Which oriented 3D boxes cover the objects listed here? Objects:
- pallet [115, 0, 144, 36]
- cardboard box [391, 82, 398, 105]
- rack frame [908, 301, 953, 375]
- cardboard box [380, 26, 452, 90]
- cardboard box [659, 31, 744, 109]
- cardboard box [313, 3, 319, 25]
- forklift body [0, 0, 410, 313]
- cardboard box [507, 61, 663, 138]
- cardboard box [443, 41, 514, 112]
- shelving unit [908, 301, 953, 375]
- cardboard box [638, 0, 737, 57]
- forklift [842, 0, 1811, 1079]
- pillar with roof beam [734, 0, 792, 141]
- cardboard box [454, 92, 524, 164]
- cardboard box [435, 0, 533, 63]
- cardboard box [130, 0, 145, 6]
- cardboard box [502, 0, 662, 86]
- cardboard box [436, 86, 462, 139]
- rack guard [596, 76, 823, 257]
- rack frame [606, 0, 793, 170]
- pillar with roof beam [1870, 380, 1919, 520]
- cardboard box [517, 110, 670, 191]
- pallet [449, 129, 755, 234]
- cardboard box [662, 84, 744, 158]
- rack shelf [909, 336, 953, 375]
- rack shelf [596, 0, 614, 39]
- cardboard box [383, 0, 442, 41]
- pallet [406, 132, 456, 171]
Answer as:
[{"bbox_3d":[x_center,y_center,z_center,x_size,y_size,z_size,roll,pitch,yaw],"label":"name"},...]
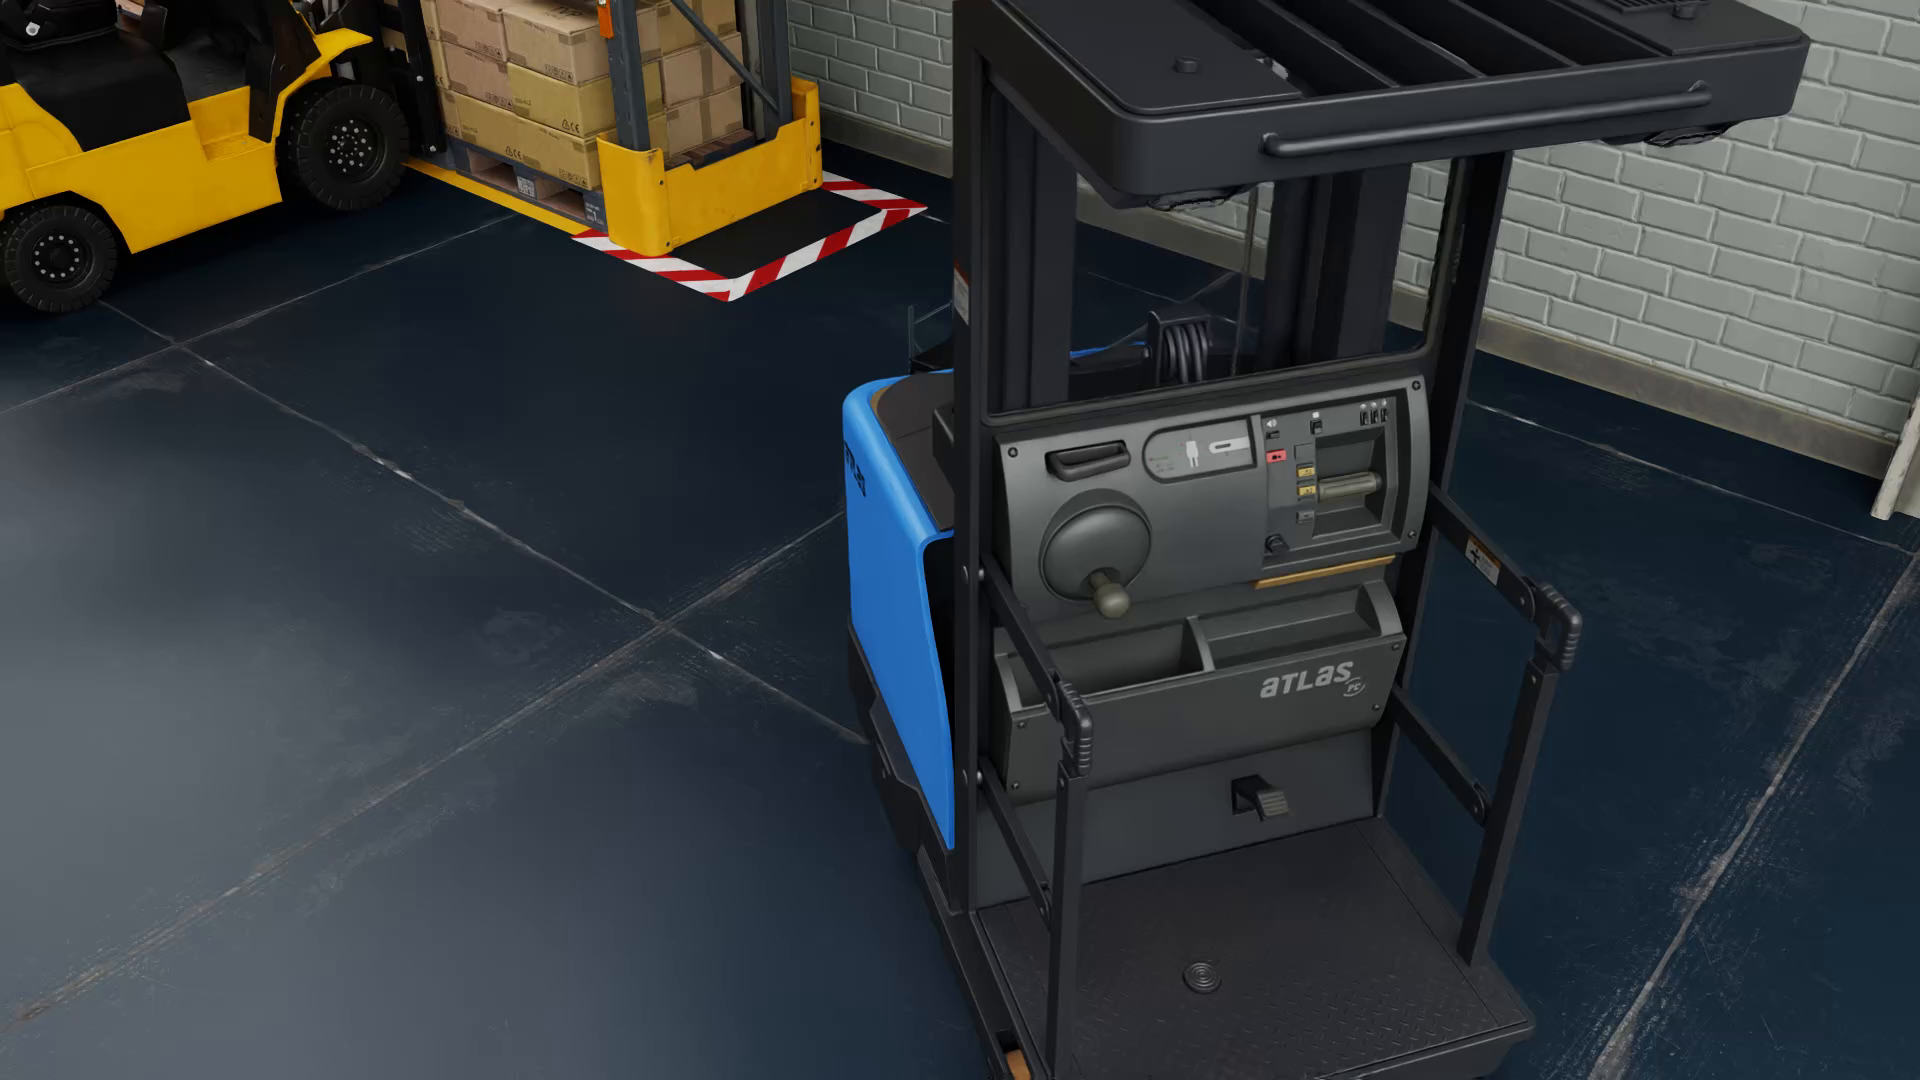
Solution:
[{"bbox_3d":[-4.852,-3.399,10.512,1.213,0.211,1.003,25,42,32],"label":"pallet"},{"bbox_3d":[-2.918,-2.469,8.754,0.500,0.250,0.500,27,43,33],"label":"cardboard box"},{"bbox_3d":[-0.084,-0.411,5.553,0.006,0.900,0.240,25,42,32],"label":"rack frame"},{"bbox_3d":[-2.549,-2.499,8.356,0.500,0.250,0.500,24,41,31],"label":"cardboard box"},{"bbox_3d":[-1.415,-2.356,8.147,0.500,0.250,0.500,26,42,33],"label":"cardboard box"},{"bbox_3d":[-3.319,-2.866,8.889,0.500,0.250,0.500,25,42,31],"label":"cardboard box"},{"bbox_3d":[-3.811,-2.393,7.334,1.214,2.155,2.313,25,42,32],"label":"forklift body"},{"bbox_3d":[-1.760,-2.135,7.826,0.500,0.250,0.500,25,41,31],"label":"cardboard box"},{"bbox_3d":[-2.139,-2.322,8.097,0.500,0.250,0.500,25,42,31],"label":"cardboard box"},{"bbox_3d":[-0.006,-0.374,5.500,0.210,0.900,0.258,25,42,32],"label":"shelving unit"},{"bbox_3d":[-1.435,-2.558,7.999,0.500,0.250,0.500,25,41,31],"label":"cardboard box"},{"bbox_3d":[0.595,-0.030,3.205,1.130,2.935,3.031,-10,36,-14],"label":"forklift"},{"bbox_3d":[-3.899,-4.094,3.762,0.400,9.000,9.100,25,42,32],"label":"pillar with roof beam"},{"bbox_3d":[-2.126,-2.106,8.225,0.500,0.250,0.500,25,42,32],"label":"cardboard box"},{"bbox_3d":[-2.136,-2.515,7.937,0.500,0.250,0.500,26,42,33],"label":"cardboard box"},{"bbox_3d":[-4.669,-3.676,10.180,0.625,0.625,0.875,27,43,34],"label":"cardboard box"},{"bbox_3d":[-1.740,-2.332,7.671,0.500,0.250,0.500,27,43,33],"label":"cardboard box"},{"bbox_3d":[-2.504,-2.291,8.494,0.500,0.250,0.500,26,42,32],"label":"cardboard box"},{"bbox_3d":[-1.168,-1.810,7.944,0.348,0.500,1.175,25,42,32],"label":"rack guard"},{"bbox_3d":[-1.186,-2.849,7.249,0.127,3.000,1.000,25,42,32],"label":"rack frame"},{"bbox_3d":[0.712,-1.920,0.597,0.400,9.000,9.100,25,42,32],"label":"pillar with roof beam"},{"bbox_3d":[-1.750,-1.922,7.956,0.500,0.250,0.500,26,42,32],"label":"cardboard box"},{"bbox_3d":[-1.801,-1.959,8.415,1.213,0.211,1.003,25,42,32],"label":"pallet"},{"bbox_3d":[-1.439,-2.152,8.292,0.500,0.250,0.500,25,42,32],"label":"cardboard box"},{"bbox_3d":[-0.006,-0.569,5.366,0.200,0.077,0.258,25,42,32],"label":"rack shelf"},{"bbox_3d":[-2.723,-3.277,8.508,4.000,0.370,1.077,25,42,32],"label":"rack shelf"},{"bbox_3d":[-2.530,-2.693,8.196,0.500,0.250,0.500,26,42,32],"label":"cardboard box"},{"bbox_3d":[-2.734,-2.401,9.059,1.213,0.211,1.003,25,42,32],"label":"pallet"}]
